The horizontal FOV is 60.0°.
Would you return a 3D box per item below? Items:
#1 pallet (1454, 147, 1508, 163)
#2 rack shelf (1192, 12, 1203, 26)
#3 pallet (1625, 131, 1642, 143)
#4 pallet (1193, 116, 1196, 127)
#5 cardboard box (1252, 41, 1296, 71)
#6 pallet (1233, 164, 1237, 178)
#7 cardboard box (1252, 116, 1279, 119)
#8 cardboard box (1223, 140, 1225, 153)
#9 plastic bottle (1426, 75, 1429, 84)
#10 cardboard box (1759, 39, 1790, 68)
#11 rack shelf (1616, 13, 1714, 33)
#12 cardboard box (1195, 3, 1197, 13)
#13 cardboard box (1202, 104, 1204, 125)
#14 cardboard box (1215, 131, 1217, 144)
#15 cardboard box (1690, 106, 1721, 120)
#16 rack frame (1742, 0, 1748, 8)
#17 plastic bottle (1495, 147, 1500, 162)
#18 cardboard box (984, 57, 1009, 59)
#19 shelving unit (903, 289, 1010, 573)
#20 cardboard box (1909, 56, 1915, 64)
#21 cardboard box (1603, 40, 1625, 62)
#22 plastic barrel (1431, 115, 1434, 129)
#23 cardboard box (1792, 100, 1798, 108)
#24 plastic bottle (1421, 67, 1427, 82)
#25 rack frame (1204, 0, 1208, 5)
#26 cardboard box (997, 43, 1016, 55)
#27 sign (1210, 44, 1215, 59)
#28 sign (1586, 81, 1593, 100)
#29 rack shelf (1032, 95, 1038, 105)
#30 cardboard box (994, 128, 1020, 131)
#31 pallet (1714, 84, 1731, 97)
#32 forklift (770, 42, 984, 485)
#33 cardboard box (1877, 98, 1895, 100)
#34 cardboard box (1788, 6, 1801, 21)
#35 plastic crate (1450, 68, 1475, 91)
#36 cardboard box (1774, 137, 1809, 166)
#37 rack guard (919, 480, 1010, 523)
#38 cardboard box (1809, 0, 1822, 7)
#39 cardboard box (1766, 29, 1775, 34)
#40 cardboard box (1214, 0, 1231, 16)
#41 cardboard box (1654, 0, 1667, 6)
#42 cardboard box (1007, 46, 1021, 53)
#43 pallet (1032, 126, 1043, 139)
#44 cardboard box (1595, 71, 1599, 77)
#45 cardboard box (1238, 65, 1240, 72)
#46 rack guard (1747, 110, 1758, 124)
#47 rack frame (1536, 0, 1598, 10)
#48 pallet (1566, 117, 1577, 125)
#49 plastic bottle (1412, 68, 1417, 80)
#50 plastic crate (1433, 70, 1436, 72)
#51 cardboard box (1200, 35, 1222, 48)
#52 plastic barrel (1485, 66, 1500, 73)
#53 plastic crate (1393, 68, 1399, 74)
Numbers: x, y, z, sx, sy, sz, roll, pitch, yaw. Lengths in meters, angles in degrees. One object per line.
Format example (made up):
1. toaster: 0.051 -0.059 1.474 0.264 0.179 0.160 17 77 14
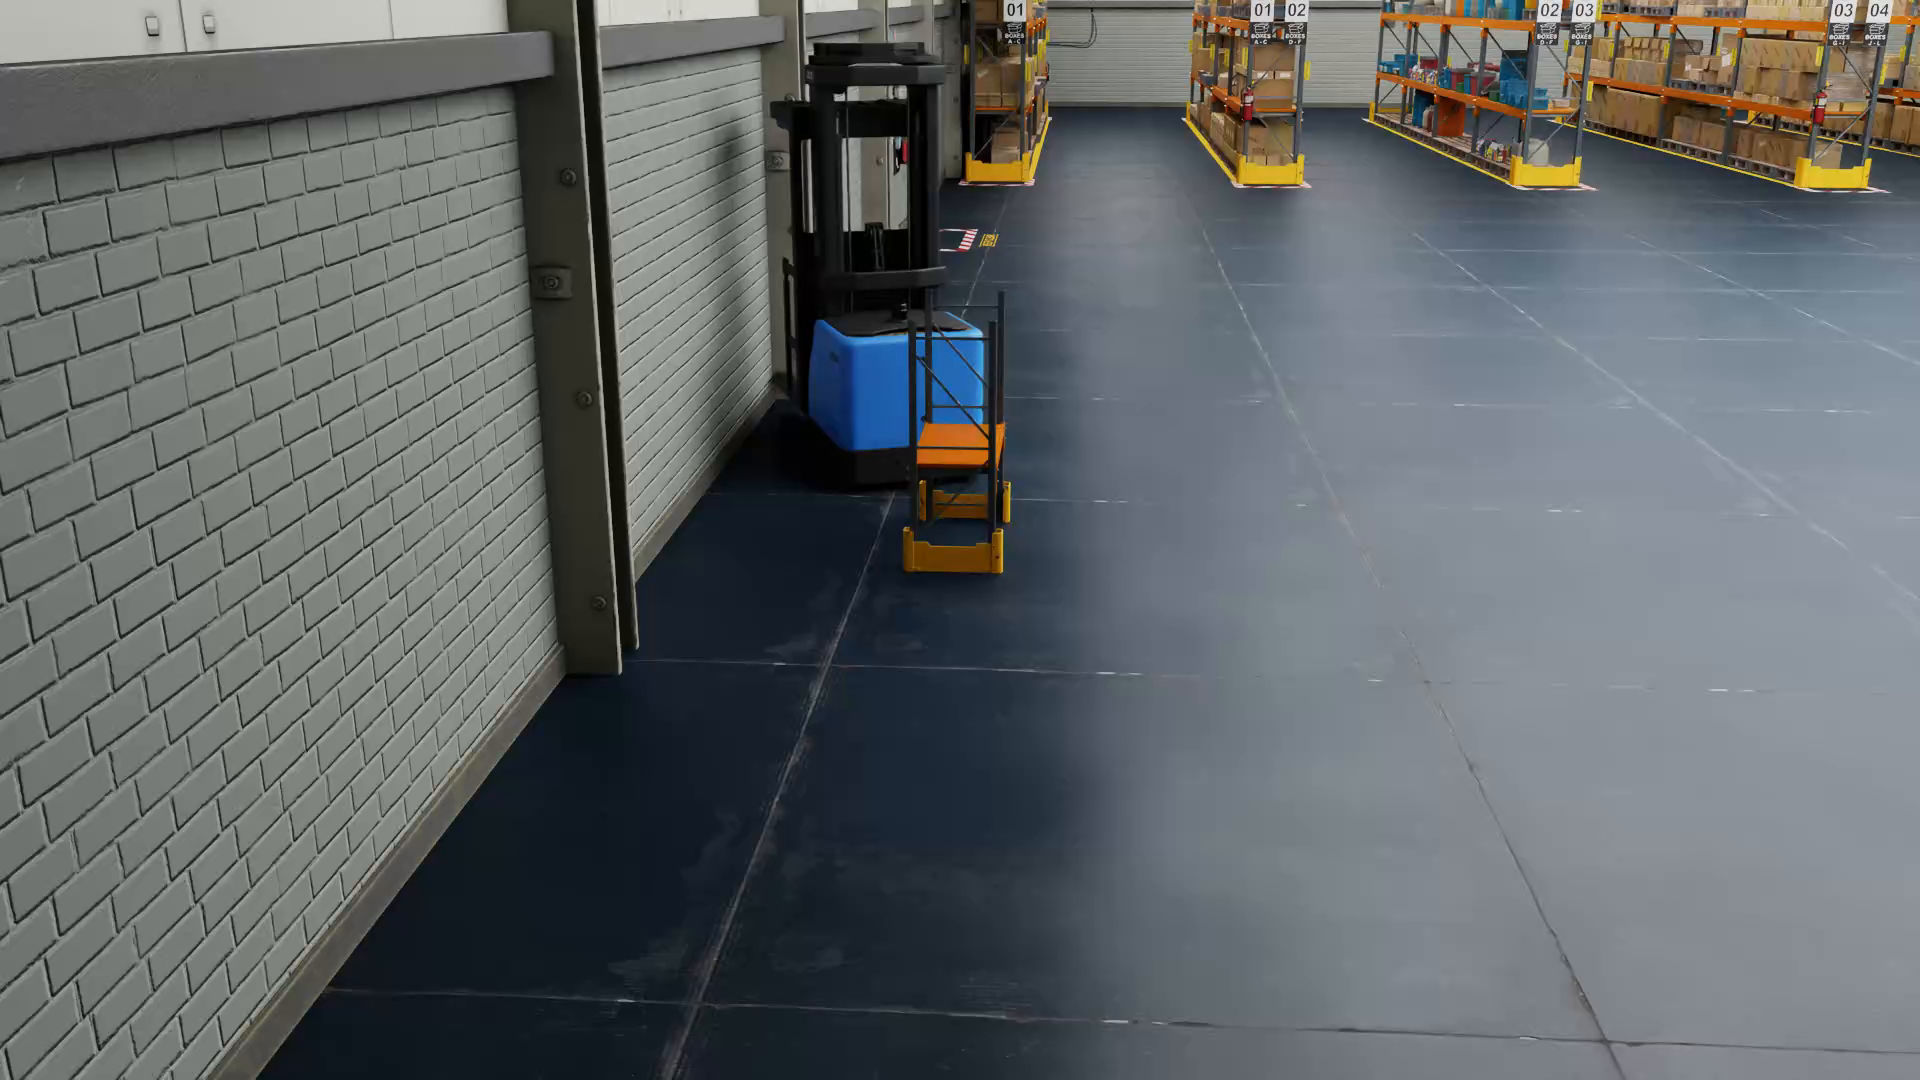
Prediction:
1. pallet: 10.867 -7.972 34.412 1.003 0.211 1.213 1 18 4
2. rack shelf: 6.626 -13.353 42.695 1.077 0.370 4.000 1 18 4
3. pallet: 16.298 -9.480 39.014 1.003 0.211 1.213 1 18 4
4. pallet: 6.617 -10.916 43.399 1.003 0.211 1.213 1 18 4
5. cardboard box: 5.672 -8.746 30.055 0.700 0.500 0.500 1 18 4
6. pallet: 5.635 -6.835 30.942 1.003 0.211 1.213 1 18 4
7. cardboard box: 6.046 -8.109 32.890 0.500 0.500 0.500 1 18 4
8. cardboard box: 5.573 -7.919 33.516 0.500 0.250 0.500 1 18 4
9. plastic bottle: 10.831 -10.654 38.438 0.097 0.201 0.097 0 18 0
10. cardboard box: 15.433 -9.161 31.319 0.500 0.500 0.500 1 18 4
11. rack shelf: 16.220 -11.888 38.225 1.077 0.370 4.000 1 18 4
12. cardboard box: 6.430 -13.936 43.560 0.500 0.250 0.500 1 18 4
13. cardboard box: 6.178 -10.359 40.527 0.500 0.500 0.500 2 18 5
14. cardboard box: 5.762 -8.666 35.794 0.500 0.250 0.500 2 18 5
15. cardboard box: 16.030 -9.187 35.748 0.500 0.250 0.500 3 18 10
16. rack frame: 15.790 -11.792 31.959 1.000 3.000 0.127 1 18 4
17. plastic bottle: 10.247 -7.345 31.677 0.061 0.283 0.133 2 18 5
18. cardboard box: 0.726 -9.426 33.378 0.500 0.500 0.500 1 18 3
19. shelving unit: -0.005 -0.689 10.117 0.587 1.500 1.083 1 18 4
20. cardboard box: 21.259 -10.627 36.812 0.380 0.149 0.250 1 18 2
21. cardboard box: 16.129 -12.001 40.790 0.500 0.500 0.500 2 18 5
22. plastic barrel: 11.105 -9.641 38.350 0.421 0.512 0.421 0 18 0
23. cardboard box: 15.336 -7.906 30.139 0.380 0.149 0.250 1 18 4
24. plastic bottle: 10.897 -10.908 38.975 0.144 0.351 0.185 1 18 4
25. rack frame: 6.482 -14.499 40.220 1.000 3.000 0.127 1 18 4
26. cardboard box: 1.028 -11.217 37.963 0.500 0.250 0.500 2 18 5
27. sign: 5.654 -10.928 37.223 0.100 0.325 0.005 1 18 4
28. sign: 11.111 -7.927 29.355 0.100 0.325 0.005 1 18 4
29. rack shelf: 1.111 -9.552 35.913 1.077 0.370 4.000 1 18 4
30. cardboard box: 0.933 -7.971 33.240 0.500 0.500 0.500 0 18 0
31. pallet: 15.989 -9.084 33.638 1.003 0.211 1.213 1 18 4
32. forklift: -0.760 -2.188 12.393 1.130 2.935 3.031 -6 19 -17
33. cardboard box: 21.428 -10.091 38.538 0.500 0.250 0.500 0 18 1
34. cardboard box: 15.362 -9.523 30.091 0.500 0.250 0.500 2 18 5
35. plastic crate: 10.715 -9.830 35.501 0.402 0.464 0.583 1 18 4
36. cardboard box: 15.637 -7.285 31.178 0.500 0.500 0.500 3 18 9
37. rack guard: 0.030 -0.250 10.784 0.587 0.250 0.087 1 18 4
38. cardboard box: 15.257 -9.501 29.386 0.380 0.149 0.250 0 18 2
39. cardboard box: 21.293 -13.057 43.209 0.500 0.500 0.500 1 18 4
40. cardboard box: 6.193 -12.015 37.296 0.910 0.500 0.500 1 18 4
41. cardboard box: 16.022 -12.317 37.544 0.500 0.500 0.500 2 18 7
42. cardboard box: 1.251 -10.872 36.877 0.380 0.149 0.250 -2 18 -5
43. pallet: 1.476 -9.811 40.027 1.003 0.211 1.213 1 18 4
44. cardboard box: 16.113 -11.648 41.558 0.380 0.149 0.250 2 18 5
45. cardboard box: 5.644 -9.201 32.482 0.380 0.149 0.250 1 18 3
46. rack guard: 21.584 -11.315 44.151 1.175 0.500 0.348 1 18 4
47. rack frame: 10.563 -10.660 28.505 1.000 3.000 0.127 1 18 4
48. pallet: 16.671 -11.093 43.938 1.003 0.211 1.213 1 18 4
49. plastic bottle: 10.983 -11.229 40.073 0.152 0.276 0.135 1 18 4
50. plastic crate: 11.599 -11.581 41.277 0.396 0.136 0.243 1 18 4
51. cardboard box: 6.261 -12.334 41.480 0.500 0.500 0.500 1 18 4
52. plastic barrel: 11.189 -9.637 34.797 0.433 0.535 0.433 0 18 0
53. plastic crate: 11.248 -11.987 42.516 0.293 0.136 0.466 1 18 4
